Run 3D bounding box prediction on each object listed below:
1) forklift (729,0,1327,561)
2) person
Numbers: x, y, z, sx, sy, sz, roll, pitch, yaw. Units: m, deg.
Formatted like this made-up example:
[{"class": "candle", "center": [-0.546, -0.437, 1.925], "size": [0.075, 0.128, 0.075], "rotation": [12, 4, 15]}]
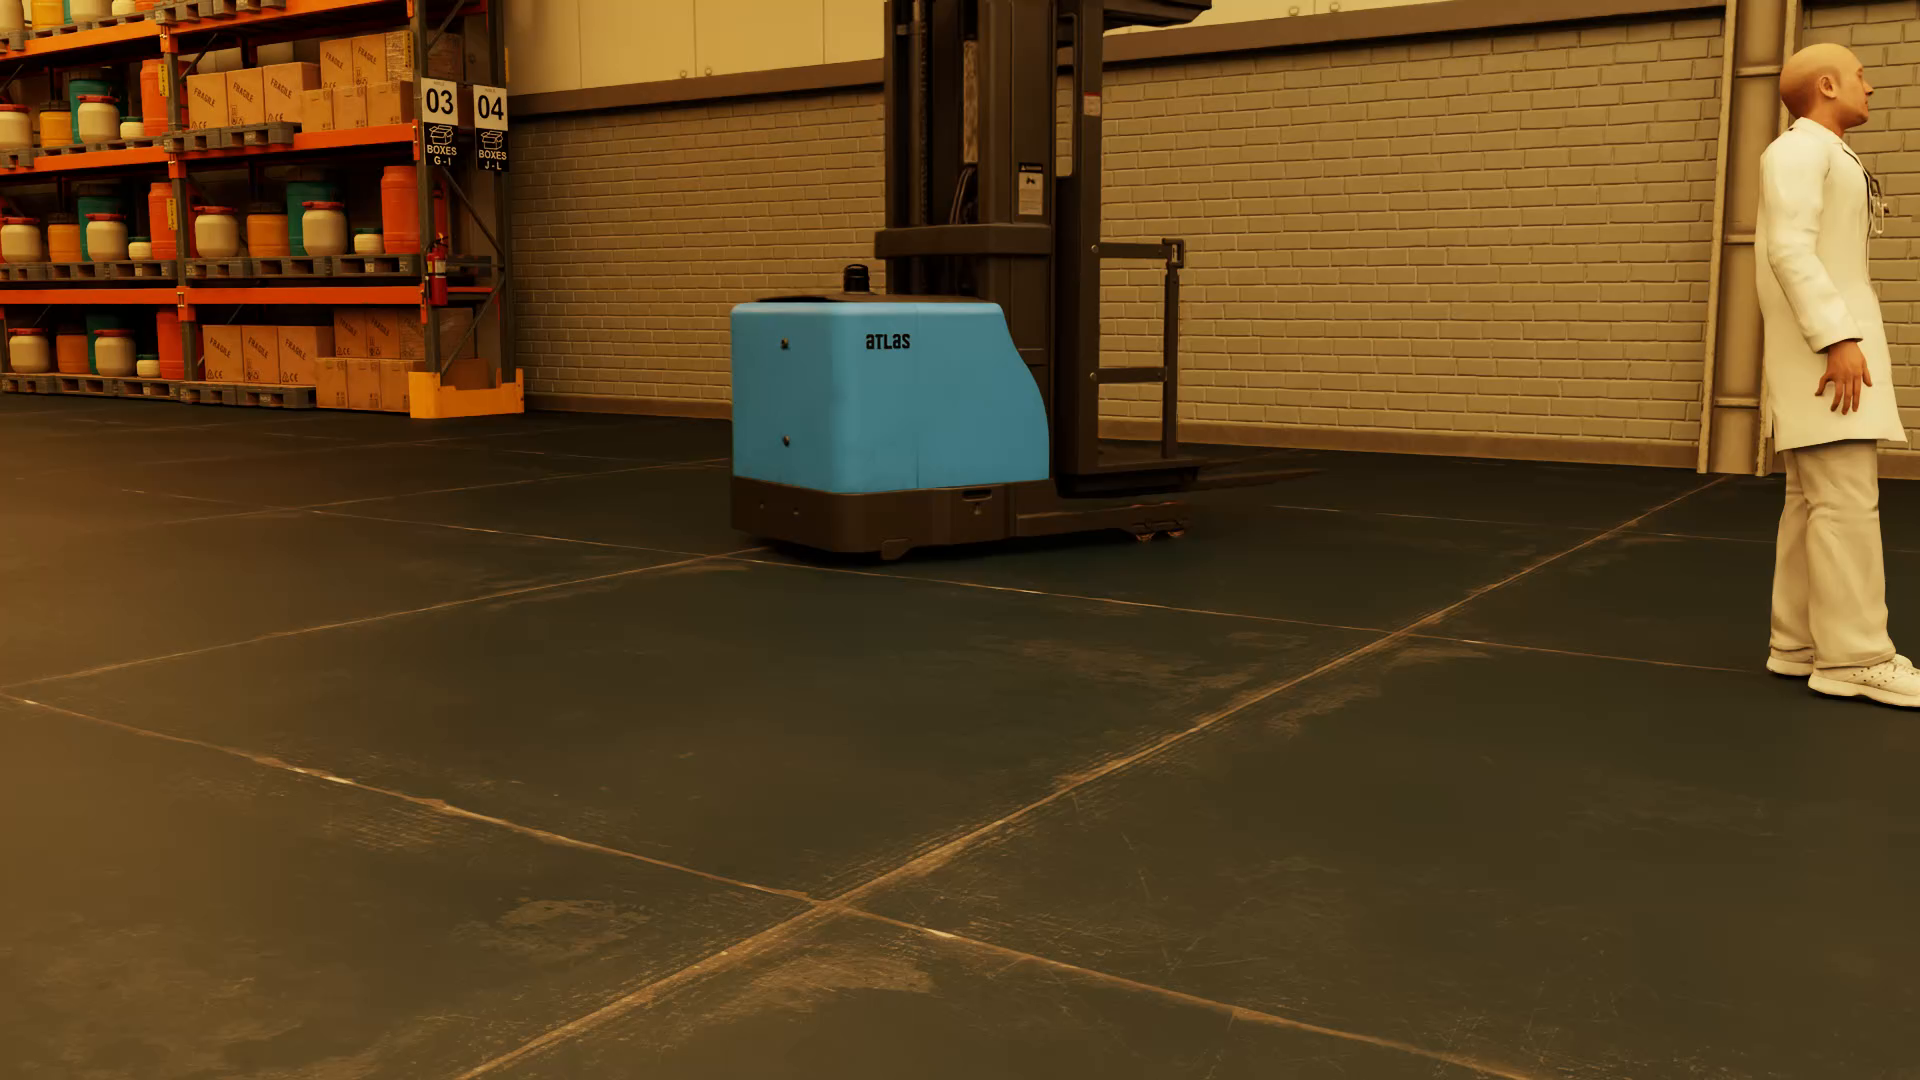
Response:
[{"class": "forklift", "center": [0.462, -1.504, 7.769], "size": [3.031, 2.935, 1.130], "rotation": [-6, 10, -35]}, {"class": "person", "center": [2.513, -0.482, 4.628], "size": [0.582, 1.775, 0.695], "rotation": [4, 9, 28]}]
